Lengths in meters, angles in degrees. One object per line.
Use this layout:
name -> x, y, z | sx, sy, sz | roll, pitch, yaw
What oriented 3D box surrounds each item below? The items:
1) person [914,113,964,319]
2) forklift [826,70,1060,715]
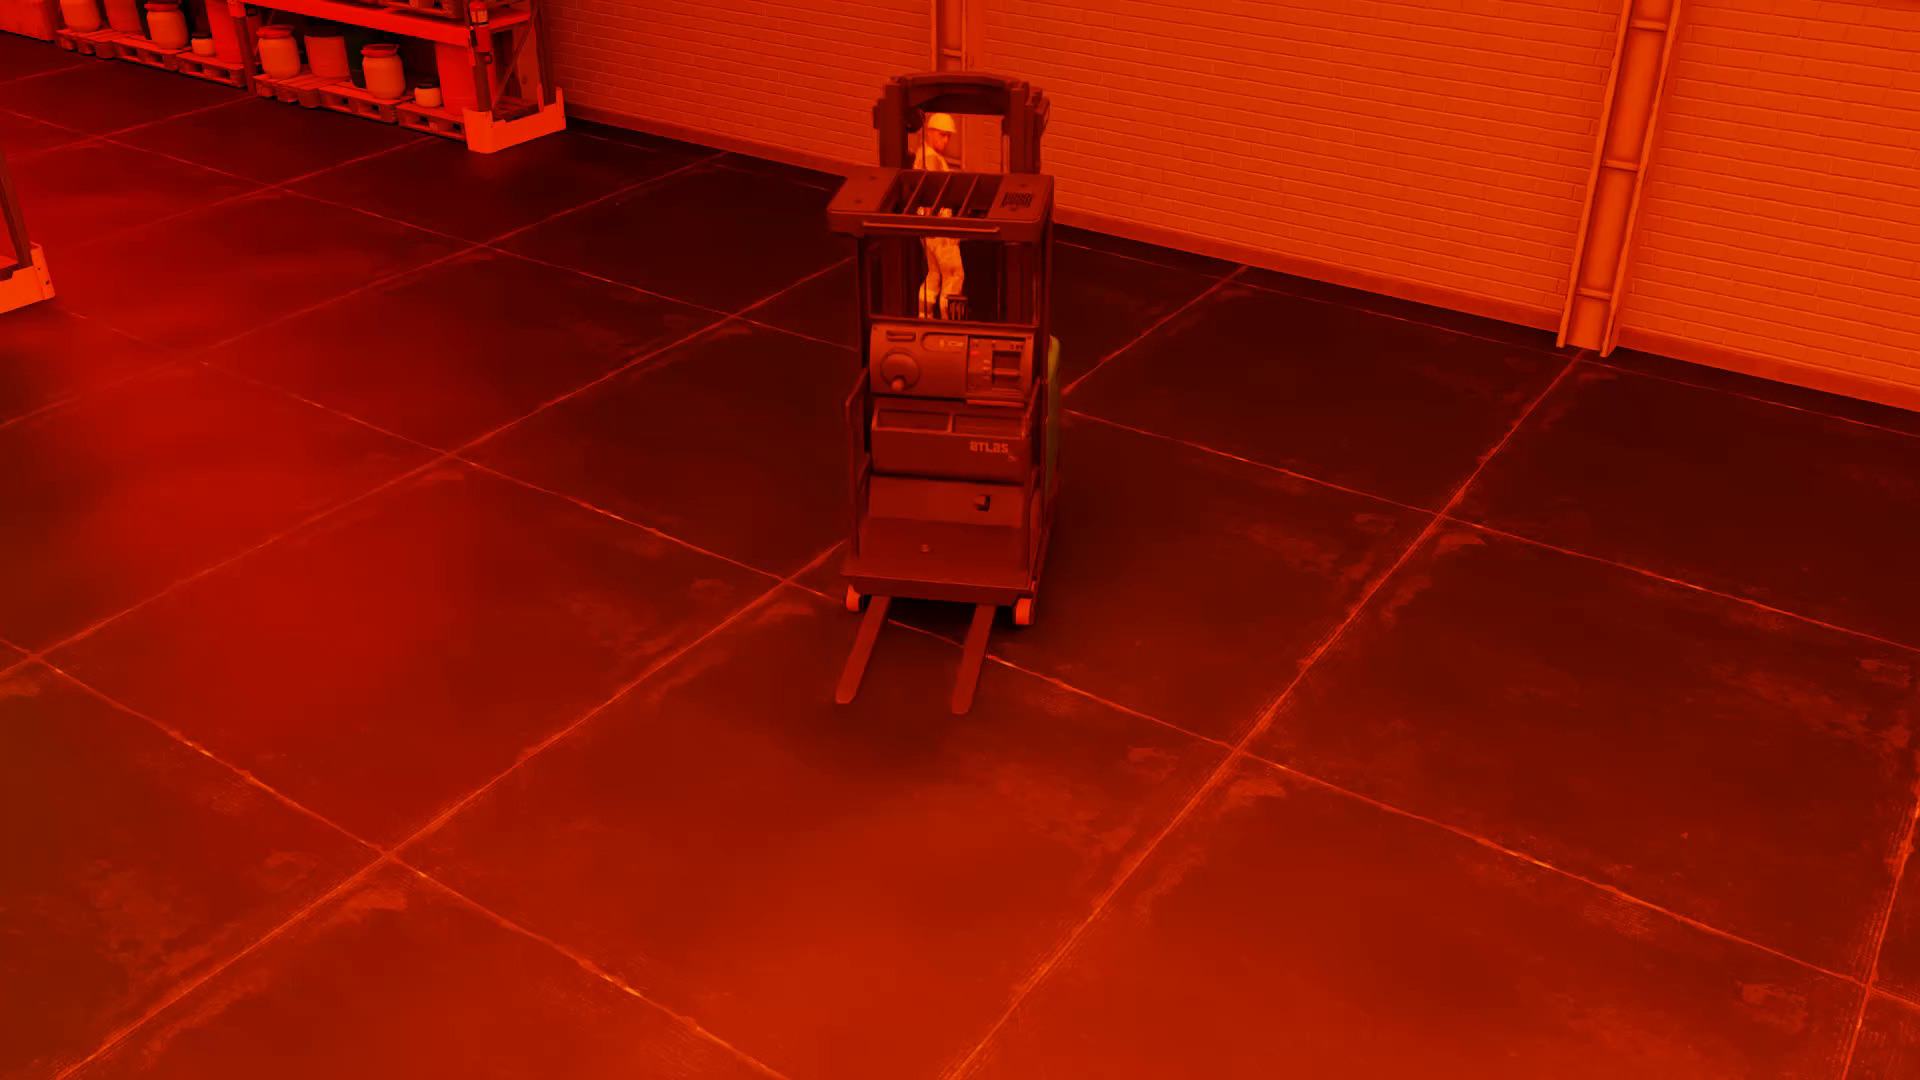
person -> -0.128, -2.450, 12.967 | 0.506, 1.761, 0.757 | -7, 31, -12
forklift -> -0.079, -0.960, 9.235 | 1.130, 2.935, 3.031 | 4, 30, 8
